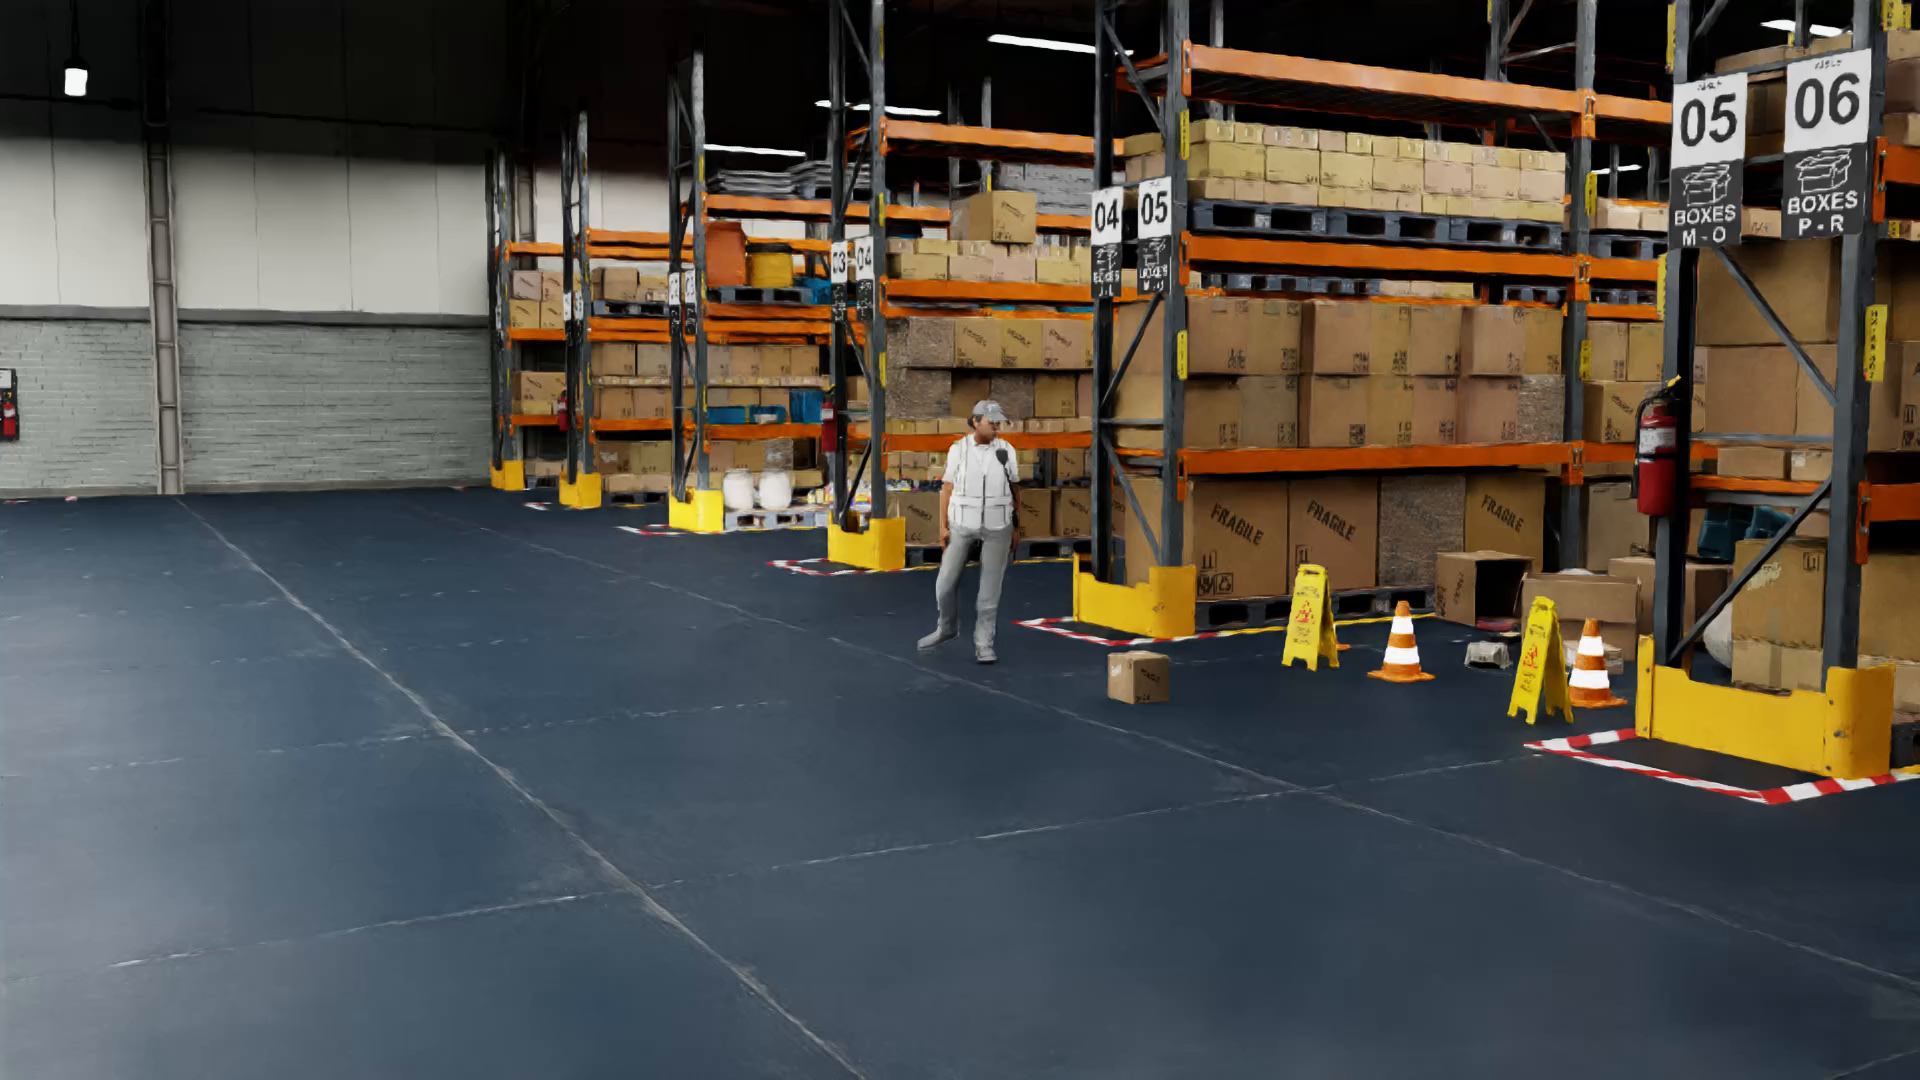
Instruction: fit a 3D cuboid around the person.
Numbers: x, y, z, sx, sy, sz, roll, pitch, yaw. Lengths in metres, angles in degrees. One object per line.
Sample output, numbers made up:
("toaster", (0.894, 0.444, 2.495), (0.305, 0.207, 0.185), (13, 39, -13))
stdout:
("person", (0.057, -0.067, 10.578), (0.667, 1.656, 0.469), (0, 5, -3))
